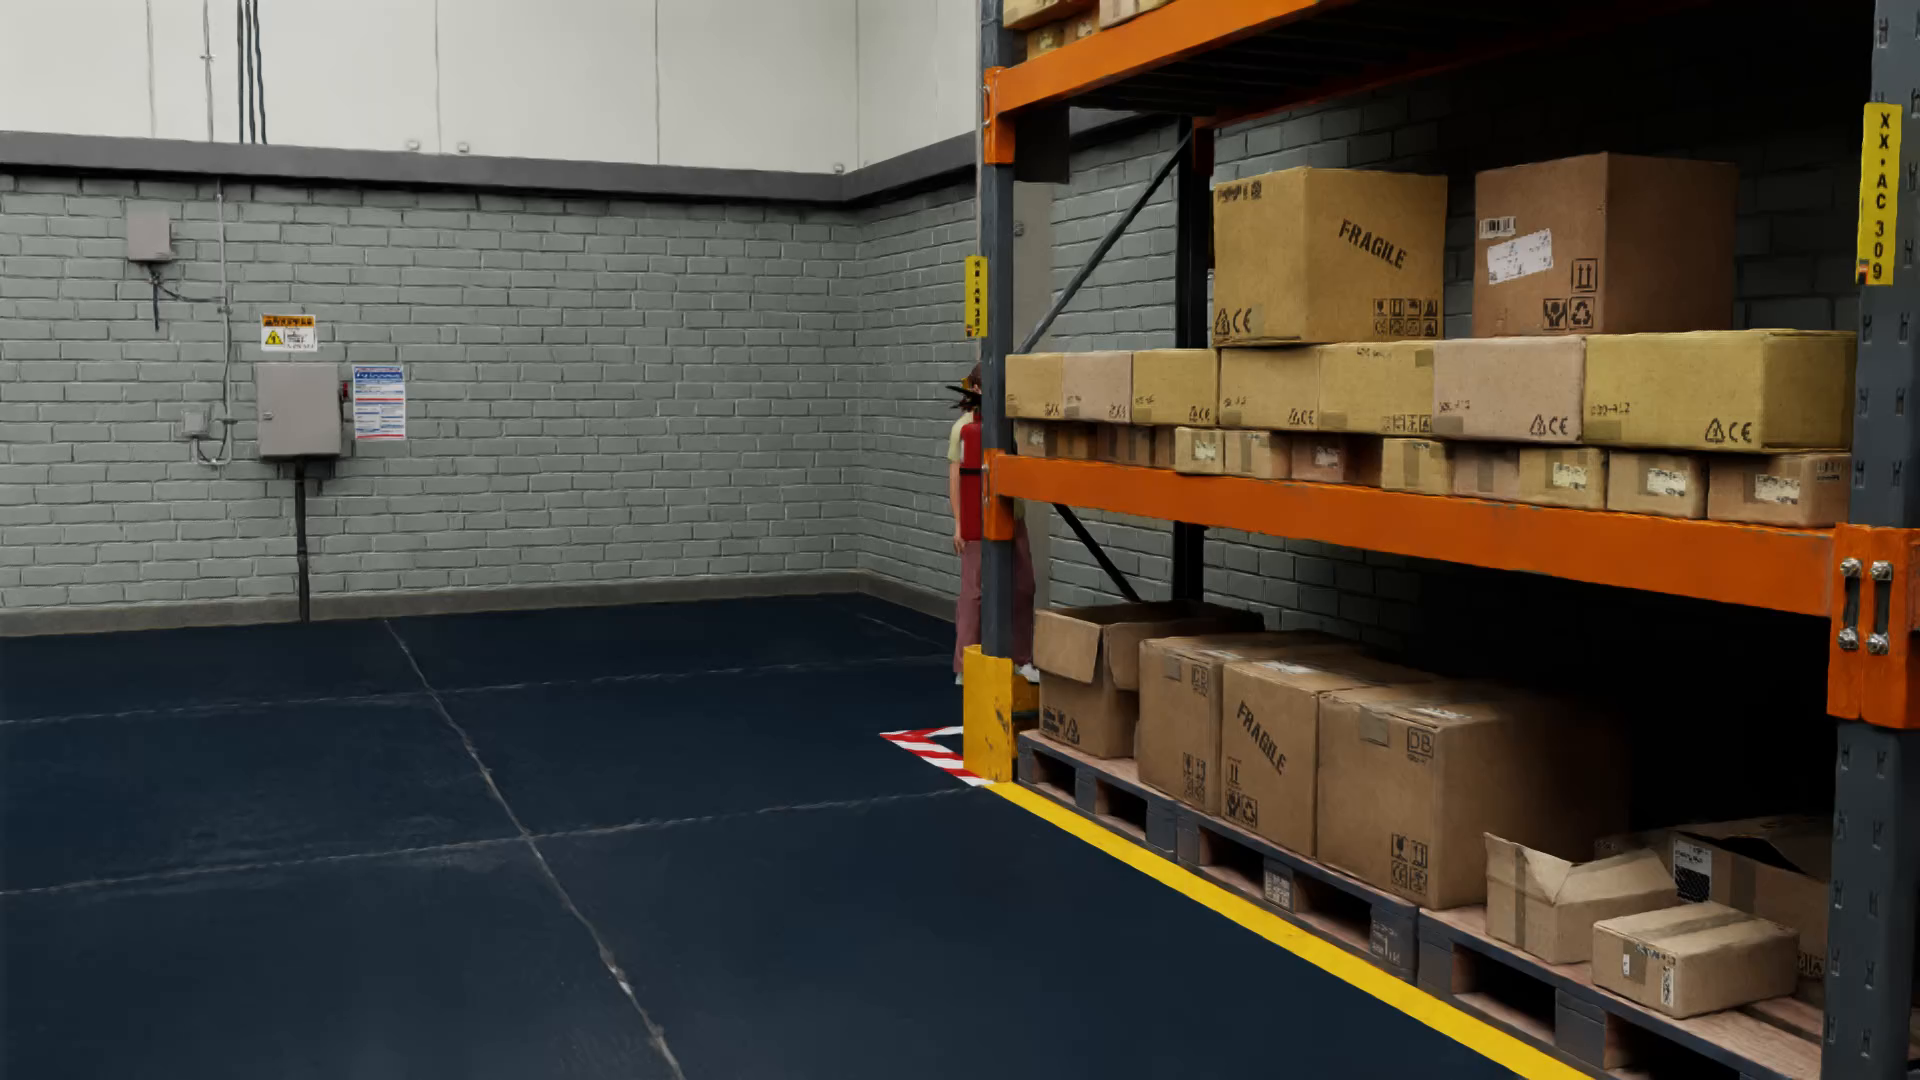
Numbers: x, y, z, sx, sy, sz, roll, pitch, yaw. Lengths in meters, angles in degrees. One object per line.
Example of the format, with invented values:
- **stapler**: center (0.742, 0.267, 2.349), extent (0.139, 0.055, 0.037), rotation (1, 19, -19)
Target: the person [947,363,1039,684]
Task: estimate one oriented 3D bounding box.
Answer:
- **person**: center (0.175, -0.086, 8.565), extent (0.346, 1.682, 0.552), rotation (5, 8, 44)
